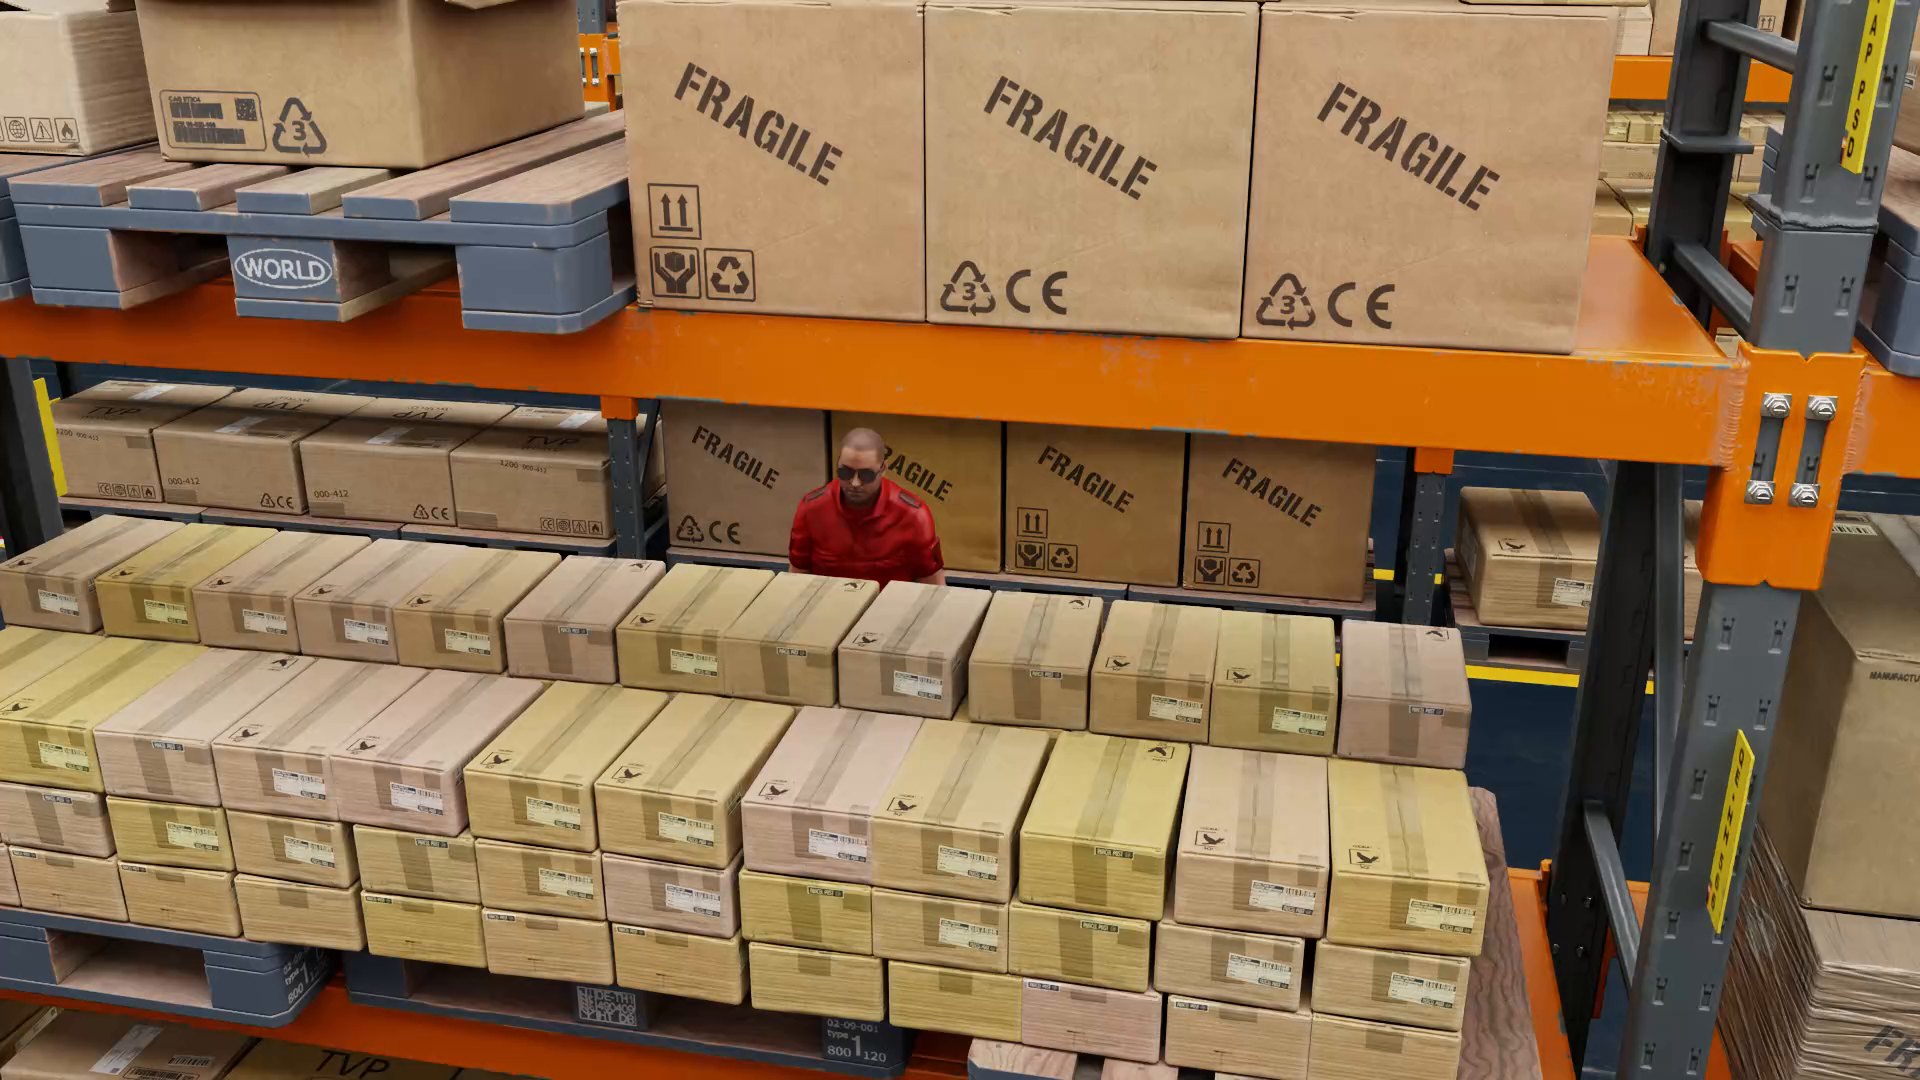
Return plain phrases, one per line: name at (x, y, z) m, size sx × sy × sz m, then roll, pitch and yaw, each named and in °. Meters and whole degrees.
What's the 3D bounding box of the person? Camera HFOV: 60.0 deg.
person at (-0.352, 0.402, 6.078) m, size 0.601 × 1.728 × 0.383 m, roll 4°, pitch 22°, yaw 9°
